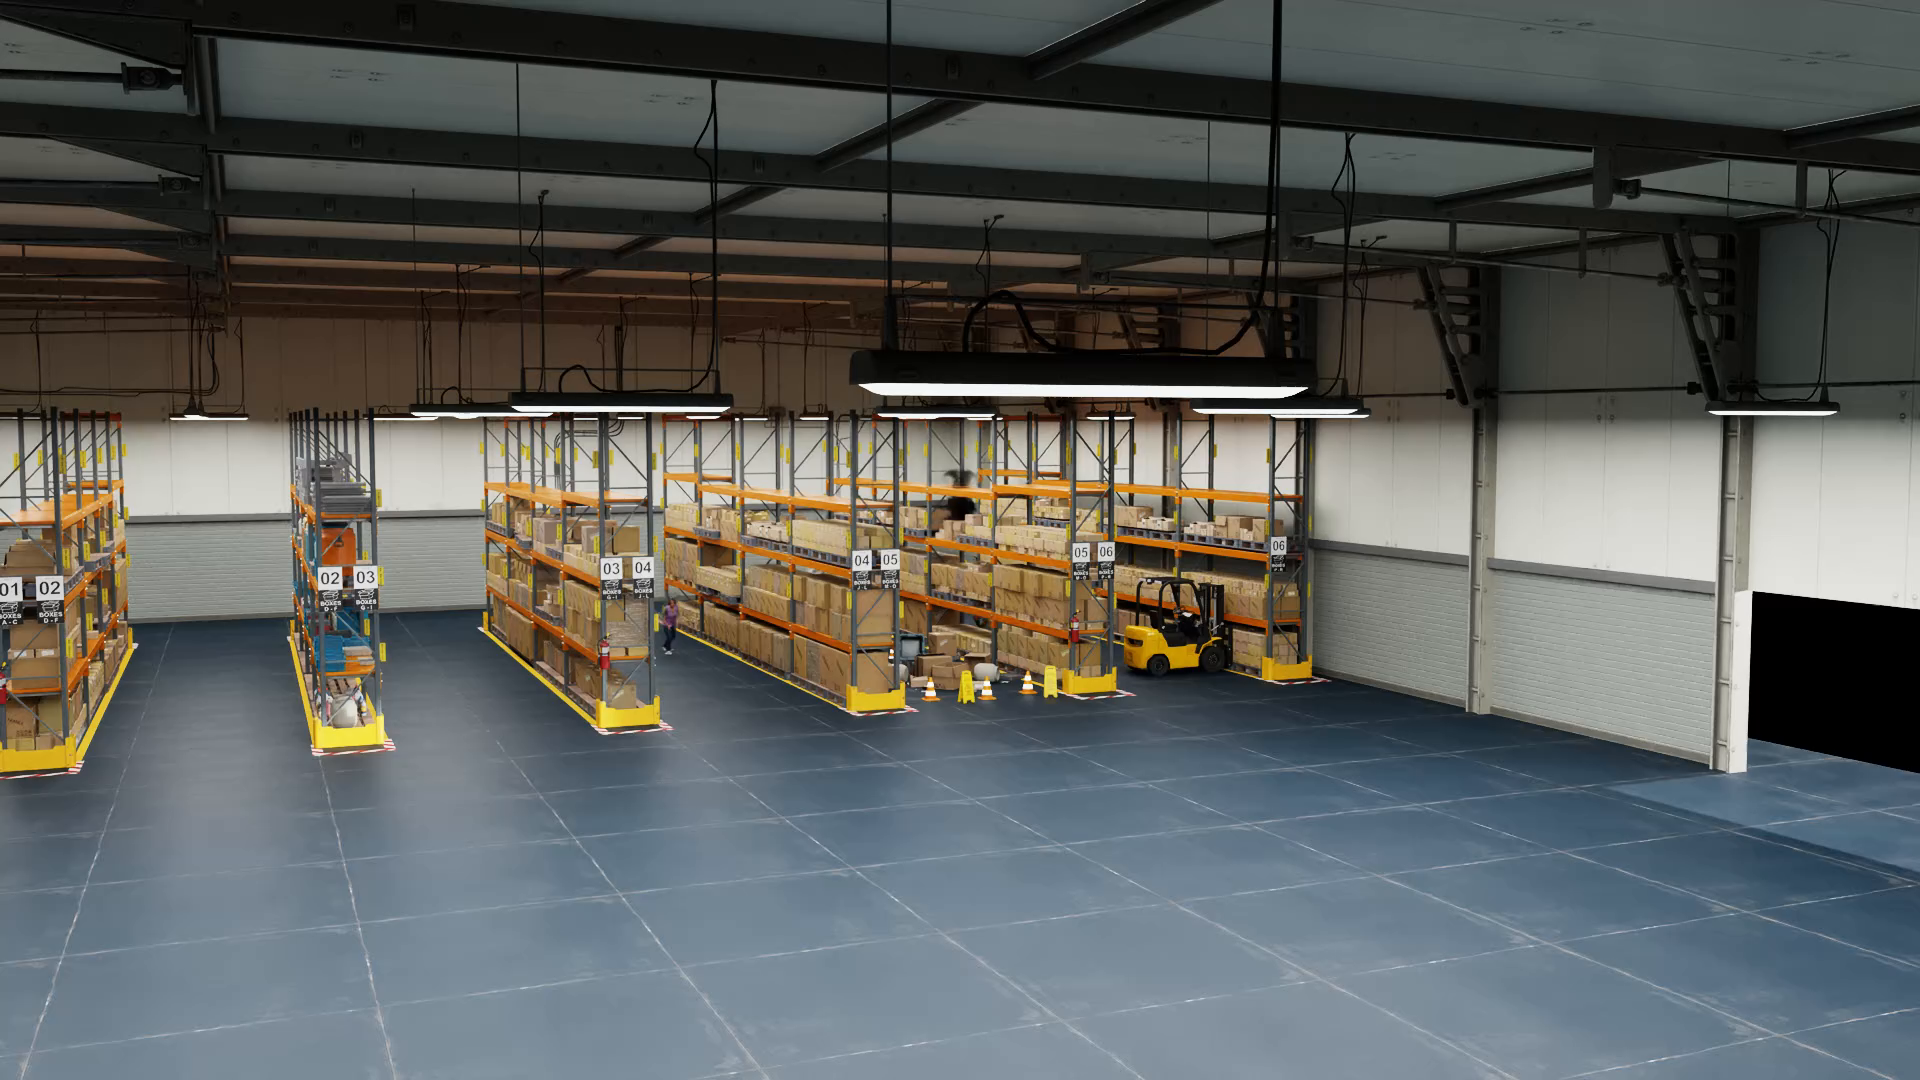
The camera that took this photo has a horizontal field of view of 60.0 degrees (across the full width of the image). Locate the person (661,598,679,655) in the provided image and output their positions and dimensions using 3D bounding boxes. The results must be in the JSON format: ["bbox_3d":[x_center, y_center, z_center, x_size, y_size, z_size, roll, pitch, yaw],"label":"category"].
[{"bbox_3d":[-7.196,2.120,41.160,0.556,1.445,0.810,-4,5,-43],"label":"person"}]

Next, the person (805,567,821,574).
[{"bbox_3d":[-4.451,1.292,51.083,0.763,1.728,0.659,-3,5,-33],"label":"person"}]

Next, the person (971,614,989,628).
[{"bbox_3d":[0.562,1.631,46.144,0.638,1.737,0.681,-4,6,-43],"label":"person"}]
